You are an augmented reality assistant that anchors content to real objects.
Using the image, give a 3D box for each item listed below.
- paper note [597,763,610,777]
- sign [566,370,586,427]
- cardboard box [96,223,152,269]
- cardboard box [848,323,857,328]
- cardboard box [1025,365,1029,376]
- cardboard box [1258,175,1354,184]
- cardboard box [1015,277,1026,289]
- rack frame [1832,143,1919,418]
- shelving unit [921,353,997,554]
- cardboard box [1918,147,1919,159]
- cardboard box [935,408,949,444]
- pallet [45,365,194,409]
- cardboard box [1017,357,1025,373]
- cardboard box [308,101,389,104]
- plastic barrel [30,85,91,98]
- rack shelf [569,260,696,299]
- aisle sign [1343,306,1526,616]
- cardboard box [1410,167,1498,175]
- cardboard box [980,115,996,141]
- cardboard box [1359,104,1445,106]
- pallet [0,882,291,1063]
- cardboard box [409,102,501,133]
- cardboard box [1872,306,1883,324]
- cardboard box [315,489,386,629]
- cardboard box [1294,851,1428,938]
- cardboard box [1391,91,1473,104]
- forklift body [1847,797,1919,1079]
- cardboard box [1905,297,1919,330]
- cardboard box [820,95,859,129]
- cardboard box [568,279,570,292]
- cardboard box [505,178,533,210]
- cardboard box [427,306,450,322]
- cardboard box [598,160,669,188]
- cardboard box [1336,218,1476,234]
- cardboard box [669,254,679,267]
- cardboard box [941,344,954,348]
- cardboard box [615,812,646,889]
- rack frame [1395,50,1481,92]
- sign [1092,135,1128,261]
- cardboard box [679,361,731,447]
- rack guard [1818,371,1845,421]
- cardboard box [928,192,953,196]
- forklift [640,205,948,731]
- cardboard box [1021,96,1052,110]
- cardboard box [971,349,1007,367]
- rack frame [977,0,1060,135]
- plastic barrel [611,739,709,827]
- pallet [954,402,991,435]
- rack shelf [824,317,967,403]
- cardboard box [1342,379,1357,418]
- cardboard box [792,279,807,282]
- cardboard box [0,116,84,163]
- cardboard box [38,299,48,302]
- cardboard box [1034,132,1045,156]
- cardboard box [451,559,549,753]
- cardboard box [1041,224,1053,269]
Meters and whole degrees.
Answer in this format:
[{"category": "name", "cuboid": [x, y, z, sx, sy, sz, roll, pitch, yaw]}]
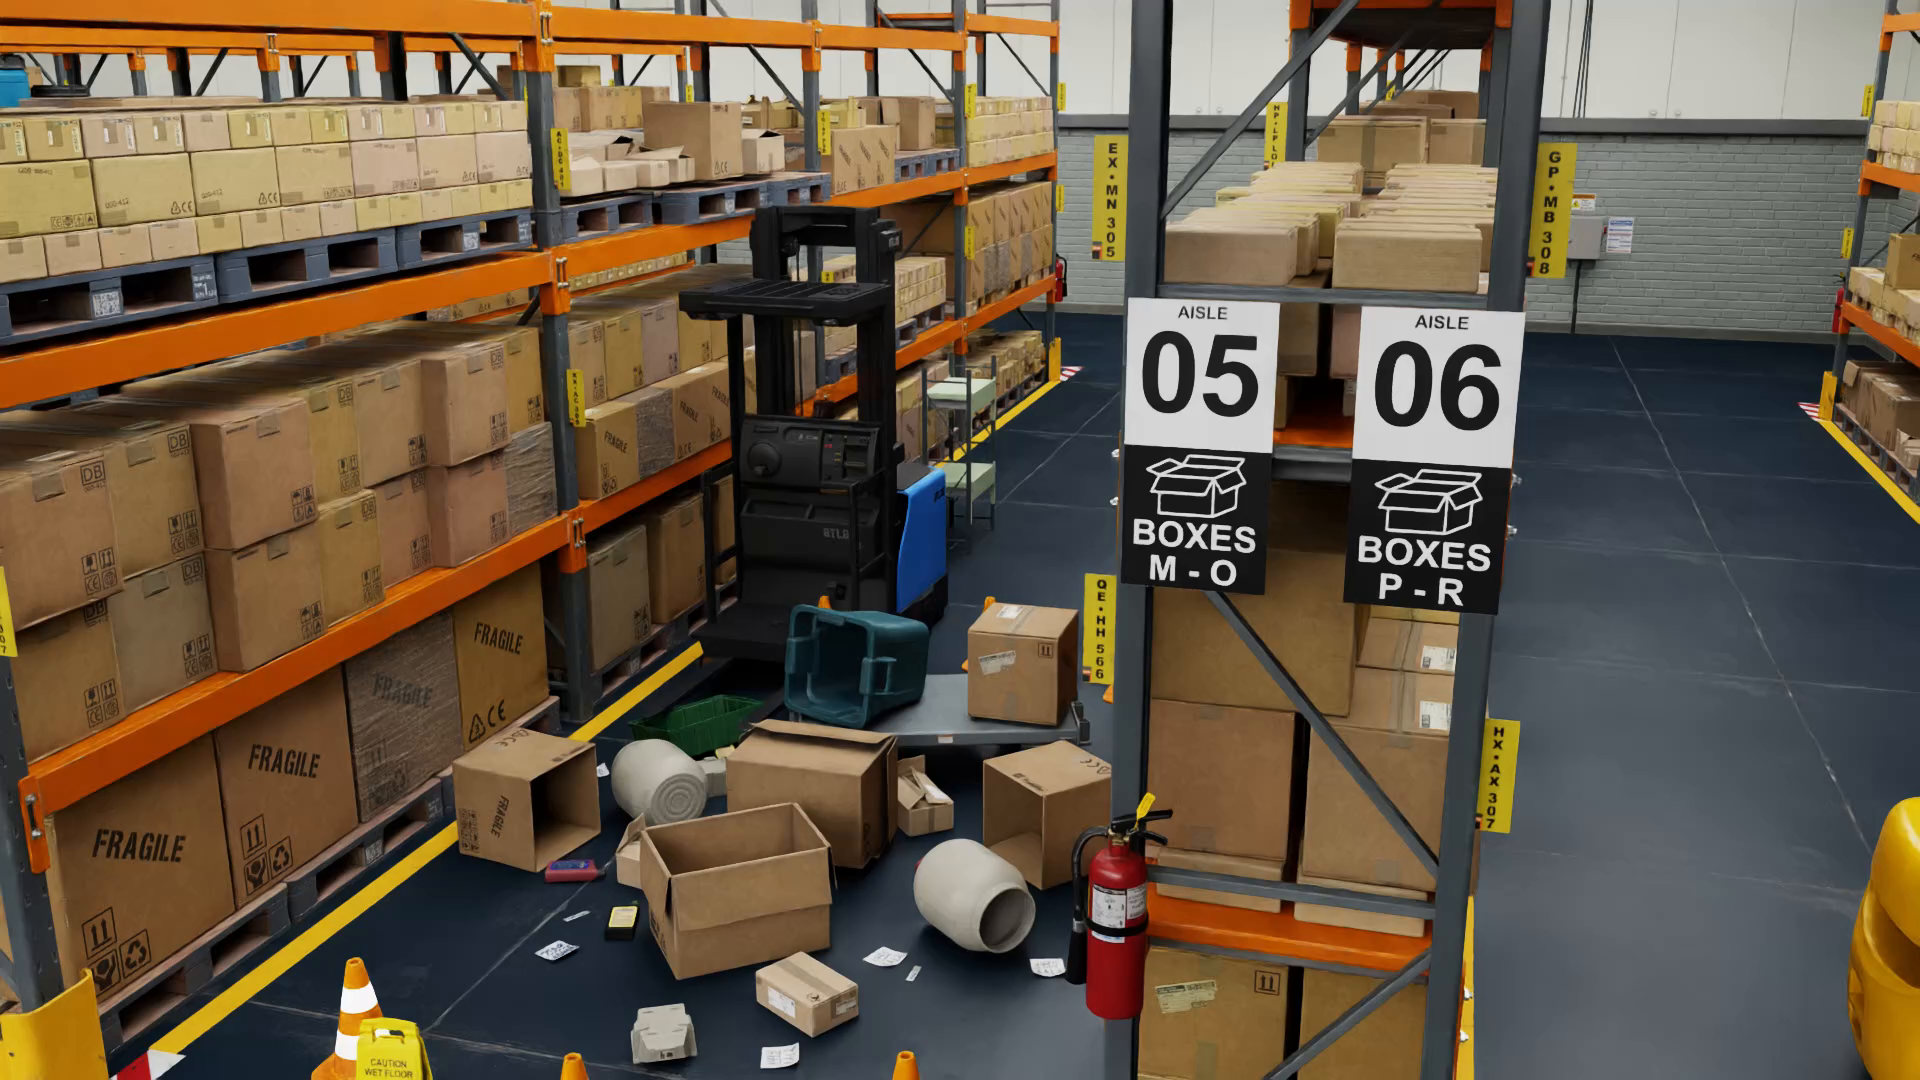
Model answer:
[{"category": "paper note", "cuboid": [-2.033, 1.283, 9.250, 0.147, 0.020, 0.142, -7, 17, -23]}, {"category": "sign", "cuboid": [-2.177, -0.803, 9.433, 0.100, 0.325, 0.005, 5, 16, 16]}, {"category": "cardboard box", "cuboid": [-3.298, -1.114, 6.272, 0.380, 0.149, 0.250, 5, 16, 16]}, {"category": "cardboard box", "cuboid": [-1.095, -1.914, 14.227, 0.380, 0.149, 0.250, 4, 16, 14]}, {"category": "cardboard box", "cuboid": [0.617, -2.070, 20.085, 0.380, 0.149, 0.250, 5, 16, 16]}, {"category": "cardboard box", "cuboid": [1.410, -1.409, 6.801, 0.380, 0.149, 0.250, 4, 16, 14]}, {"category": "cardboard box", "cuboid": [0.562, -3.039, 19.506, 0.380, 0.149, 0.250, 4, 16, 13]}, {"category": "rack frame", "cuboid": [10.235, -2.790, 18.167, 1.000, 3.000, 0.127, 5, 16, 16]}, {"category": "shelving unit", "cuboid": [-0.002, -0.720, 13.619, 0.431, 1.500, 0.755, 5, 16, 16]}, {"category": "cardboard box", "cuboid": [9.290, -3.673, 15.513, 0.500, 0.250, 0.500, 5, 17, 17]}, {"category": "cardboard box", "cuboid": [-0.405, -1.271, 16.624, 0.500, 0.500, 0.500, 4, 16, 15]}, {"category": "pallet", "cuboid": [-6.823, -1.236, 13.040, 1.003, 0.211, 1.213, 5, 16, 16]}, {"category": "cardboard box", "cuboid": [0.543, -2.072, 19.546, 0.380, 0.149, 0.250, 5, 17, 17]}, {"category": "cardboard box", "cuboid": [-3.211, -2.212, 8.679, 0.380, 0.149, 0.250, 4, 16, 15]}, {"category": "plastic barrel", "cuboid": [-9.977, -4.761, 18.505, 0.600, 0.588, 0.600, 0, 16, 0]}, {"category": "rack shelf", "cuboid": [-4.595, -3.073, 20.484, 1.077, 0.370, 4.000, 5, 16, 16]}, {"category": "aisle sign", "cuboid": [1.208, -0.198, 4.266, 0.394, 0.787, 0.004, 5, 16, 16]}, {"category": "cardboard box", "cuboid": [2.184, -1.566, 7.356, 0.380, 0.149, 0.250, 4, 16, 14]}, {"category": "cardboard box", "cuboid": [0.077, -4.333, 17.471, 0.500, 0.250, 0.500, 5, 16, 16]}, {"category": "cardboard box", "cuboid": [3.301, -3.047, 12.627, 0.700, 0.500, 0.500, 4, 16, 13]}, {"category": "pallet", "cuboid": [-3.694, 1.781, 7.162, 1.003, 0.211, 1.213, 5, 16, 16]}, {"category": "cardboard box", "cuboid": [-2.580, -2.161, 8.500, 0.380, 0.149, 0.250, 5, 16, 16]}, {"category": "cardboard box", "cuboid": [9.465, -2.271, 16.799, 0.380, 0.149, 0.250, 4, 16, 14]}, {"category": "cardboard box", "cuboid": [-3.259, 0.058, 7.853, 0.875, 0.550, 0.500, 5, 16, 16]}, {"category": "cardboard box", "cuboid": [1.223, 1.061, 5.054, 0.380, 0.149, 0.250, 5, 16, 16]}, {"category": "cardboard box", "cuboid": [4.691, -4.225, 16.590, 0.797, 0.503, 0.637, 6, 17, 20]}, {"category": "forklift body", "cuboid": [4.478, 1.167, 5.773, 2.313, 2.155, 1.214, 5, 16, 16]}, {"category": "cardboard box", "cuboid": [9.137, -2.098, 15.460, 0.500, 0.250, 0.500, 5, 16, 16]}, {"category": "cardboard box", "cuboid": [-1.047, -3.517, 13.648, 0.396, 0.266, 0.258, 5, 16, 16]}, {"category": "cardboard box", "cuboid": [-4.686, -2.895, 18.999, 0.380, 0.149, 0.250, 4, 16, 14]}, {"category": "cardboard box", "cuboid": [-2.507, -1.844, 8.843, 0.380, 0.149, 0.250, 5, 16, 16]}, {"category": "cardboard box", "cuboid": [-5.470, -2.403, 16.622, 0.500, 0.500, 0.500, 5, 16, 16]}, {"category": "cardboard box", "cuboid": [-2.062, -2.310, 10.488, 0.380, 0.149, 0.250, 5, 16, 16]}, {"category": "cardboard box", "cuboid": [1.281, -0.838, 4.788, 0.380, 0.149, 0.250, 5, 16, 16]}, {"category": "cardboard box", "cuboid": [-3.884, -3.634, 21.606, 0.380, 0.149, 0.250, 5, 17, 16]}, {"category": "cardboard box", "cuboid": [-0.129, -2.191, 19.422, 0.380, 0.149, 0.250, 5, 17, 17]}, {"category": "cardboard box", "cuboid": [-1.432, 1.516, 7.996, 0.396, 0.266, 0.258, 8, 18, 25]}, {"category": "rack frame", "cuboid": [5.475, -6.060, 18.702, 1.000, 3.000, 0.127, 5, 16, 16]}, {"category": "sign", "cuboid": [0.402, -0.905, 4.403, 0.100, 0.325, 0.005, 5, 16, 16]}, {"category": "cardboard box", "cuboid": [-1.871, -0.952, 11.505, 0.500, 0.500, 0.500, 5, 17, 17]}, {"category": "rack guard", "cuboid": [10.213, -1.567, 18.438, 1.175, 0.500, 0.348, 5, 16, 16]}, {"category": "cardboard box", "cuboid": [-0.261, -3.569, 18.355, 0.500, 0.500, 0.500, 5, 17, 17]}, {"category": "forklift", "cuboid": [-1.032, -0.555, 10.416, 1.130, 2.935, 3.031, 5, 17, 18]}, {"category": "cardboard box", "cuboid": [0.888, -5.224, 19.883, 0.380, 0.149, 0.250, 4, 16, 15]}, {"category": "cardboard box", "cuboid": [0.329, -2.082, 19.038, 0.380, 0.149, 0.250, 5, 17, 16]}, {"category": "rack frame", "cuboid": [0.700, -6.417, 19.962, 1.000, 3.000, 0.127, 5, 16, 16]}, {"category": "plastic barrel", "cuboid": [-1.562, 1.264, 8.598, 0.421, 0.421, 0.512, -10, 19, -32]}, {"category": "pallet", "cuboid": [-0.279, -1.321, 18.101, 1.003, 0.211, 1.213, 5, 16, 16]}, {"category": "rack shelf", "cuboid": [-1.005, -1.615, 15.345, 1.077, 0.370, 4.000, 5, 16, 16]}, {"category": "cardboard box", "cuboid": [1.322, -0.447, 4.872, 0.380, 0.149, 0.250, 4, 16, 14]}, {"category": "cardboard box", "cuboid": [-1.579, -2.236, 14.816, 0.380, 0.149, 0.250, 5, 16, 16]}, {"category": "cardboard box", "cuboid": [-3.374, -1.429, 5.920, 0.380, 0.149, 0.250, 5, 17, 16]}, {"category": "cardboard box", "cuboid": [-7.077, -1.490, 11.717, 1.000, 1.000, 1.000, 5, 17, 16]}, {"category": "cardboard box", "cuboid": [0.687, -4.628, 19.428, 0.500, 0.250, 0.500, 5, 16, 16]}, {"category": "cardboard box", "cuboid": [-2.956, 0.588, 9.384, 0.875, 0.875, 0.875, 5, 17, 17]}, {"category": "cardboard box", "cuboid": [0.819, -3.585, 20.242, 0.500, 0.500, 0.500, 5, 17, 17]}]
